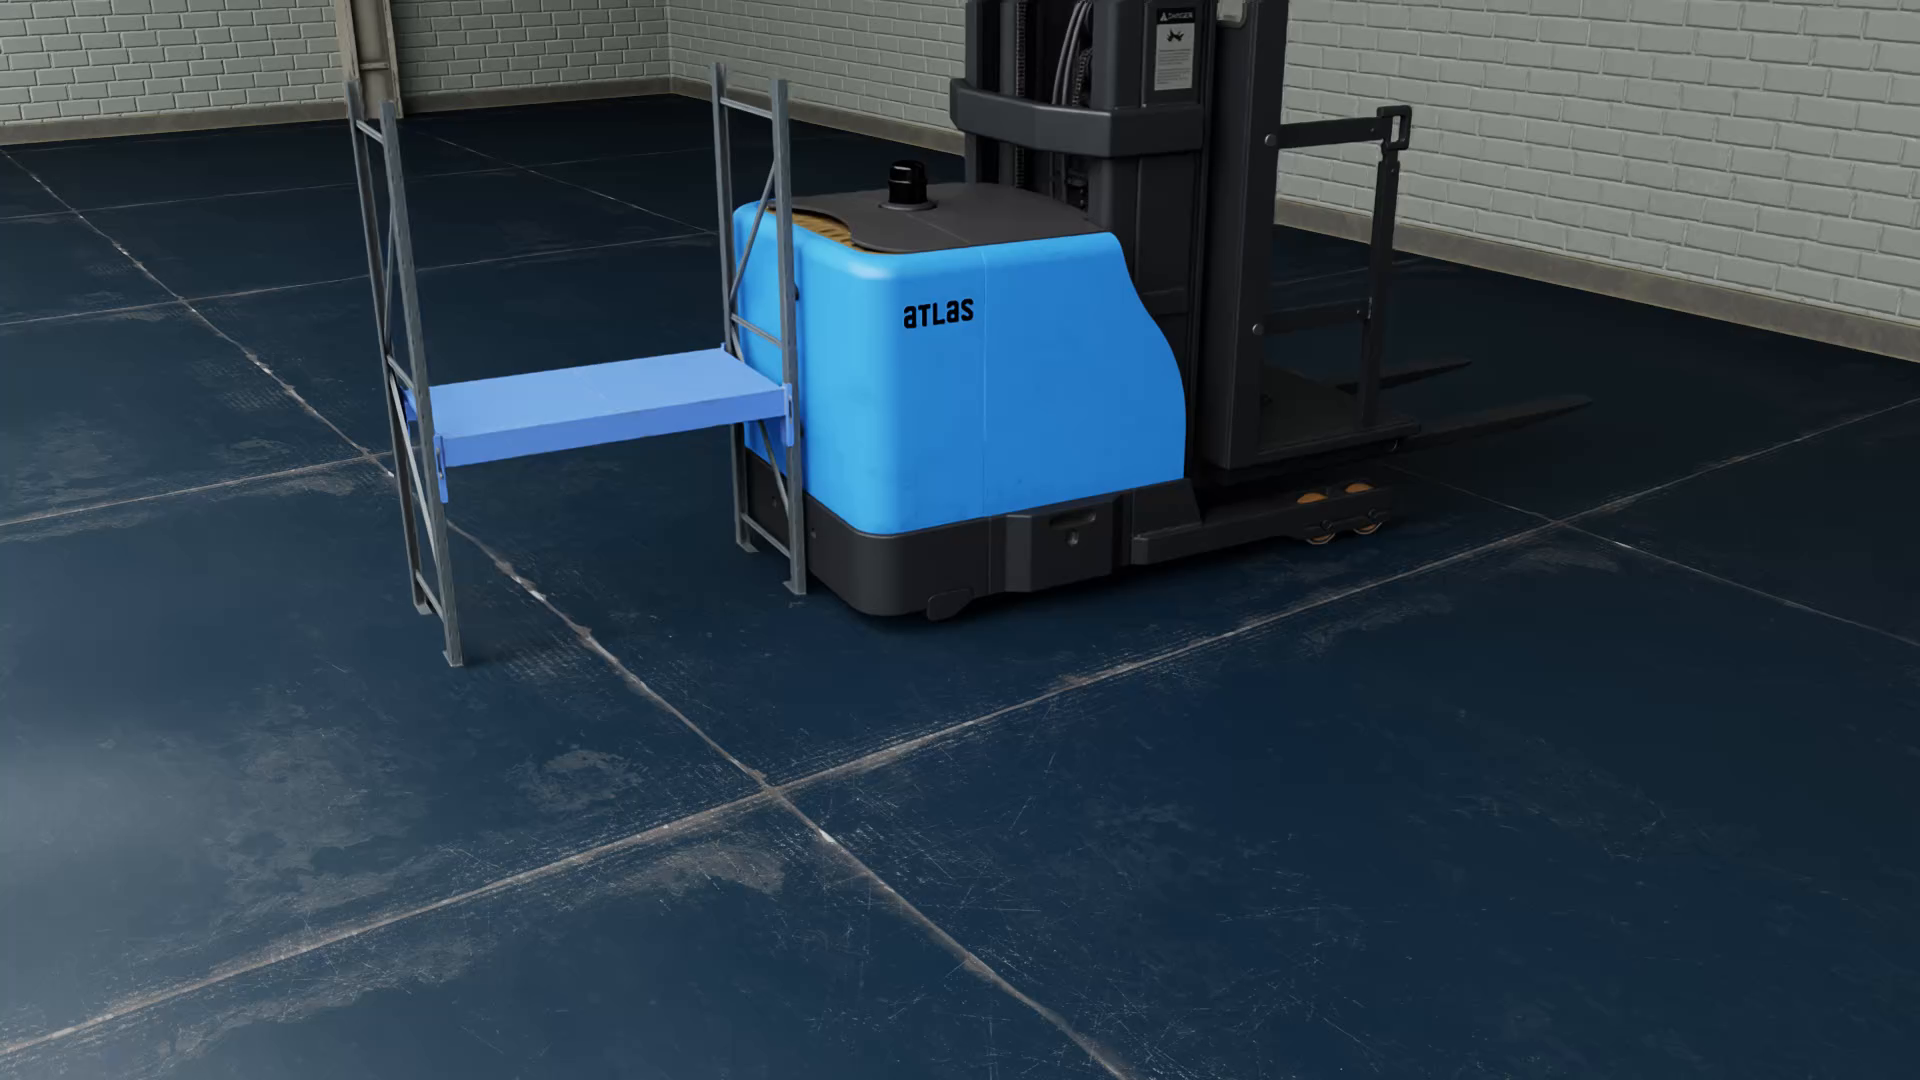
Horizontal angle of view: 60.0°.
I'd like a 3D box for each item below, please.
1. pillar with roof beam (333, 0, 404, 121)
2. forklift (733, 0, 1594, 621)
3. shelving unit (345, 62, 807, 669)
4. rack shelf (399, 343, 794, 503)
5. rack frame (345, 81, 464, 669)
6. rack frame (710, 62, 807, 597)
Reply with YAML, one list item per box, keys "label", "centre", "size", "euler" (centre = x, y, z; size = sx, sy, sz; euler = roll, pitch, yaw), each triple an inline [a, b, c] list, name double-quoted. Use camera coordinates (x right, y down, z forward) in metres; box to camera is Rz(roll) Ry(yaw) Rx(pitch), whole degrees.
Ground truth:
- label: "pillar with roof beam"
  centre: [-2.689, -6.648, 9.915]
  size: [0.400, 9.000, 9.100]
  euler: [-15, 26, -33]
- label: "forklift"
  centre: [0.830, -1.504, 5.212]
  size: [3.031, 2.935, 1.130]
  euler: [-11, 24, -26]
- label: "shelving unit"
  centre: [-1.038, -0.520, 4.675]
  size: [1.048, 1.500, 0.538]
  euler: [-11, 24, -26]
- label: "rack shelf"
  centre: [-1.038, -0.353, 4.742]
  size: [1.000, 0.185, 0.538]
  euler: [-11, 24, -26]
- label: "rack frame"
  centre: [-1.485, -0.430, 4.450]
  size: [0.032, 1.500, 0.500]
  euler: [-11, 24, -26]
- label: "rack frame"
  centre: [-0.592, -0.610, 4.900]
  size: [0.032, 1.500, 0.500]
  euler: [-11, 24, -26]
